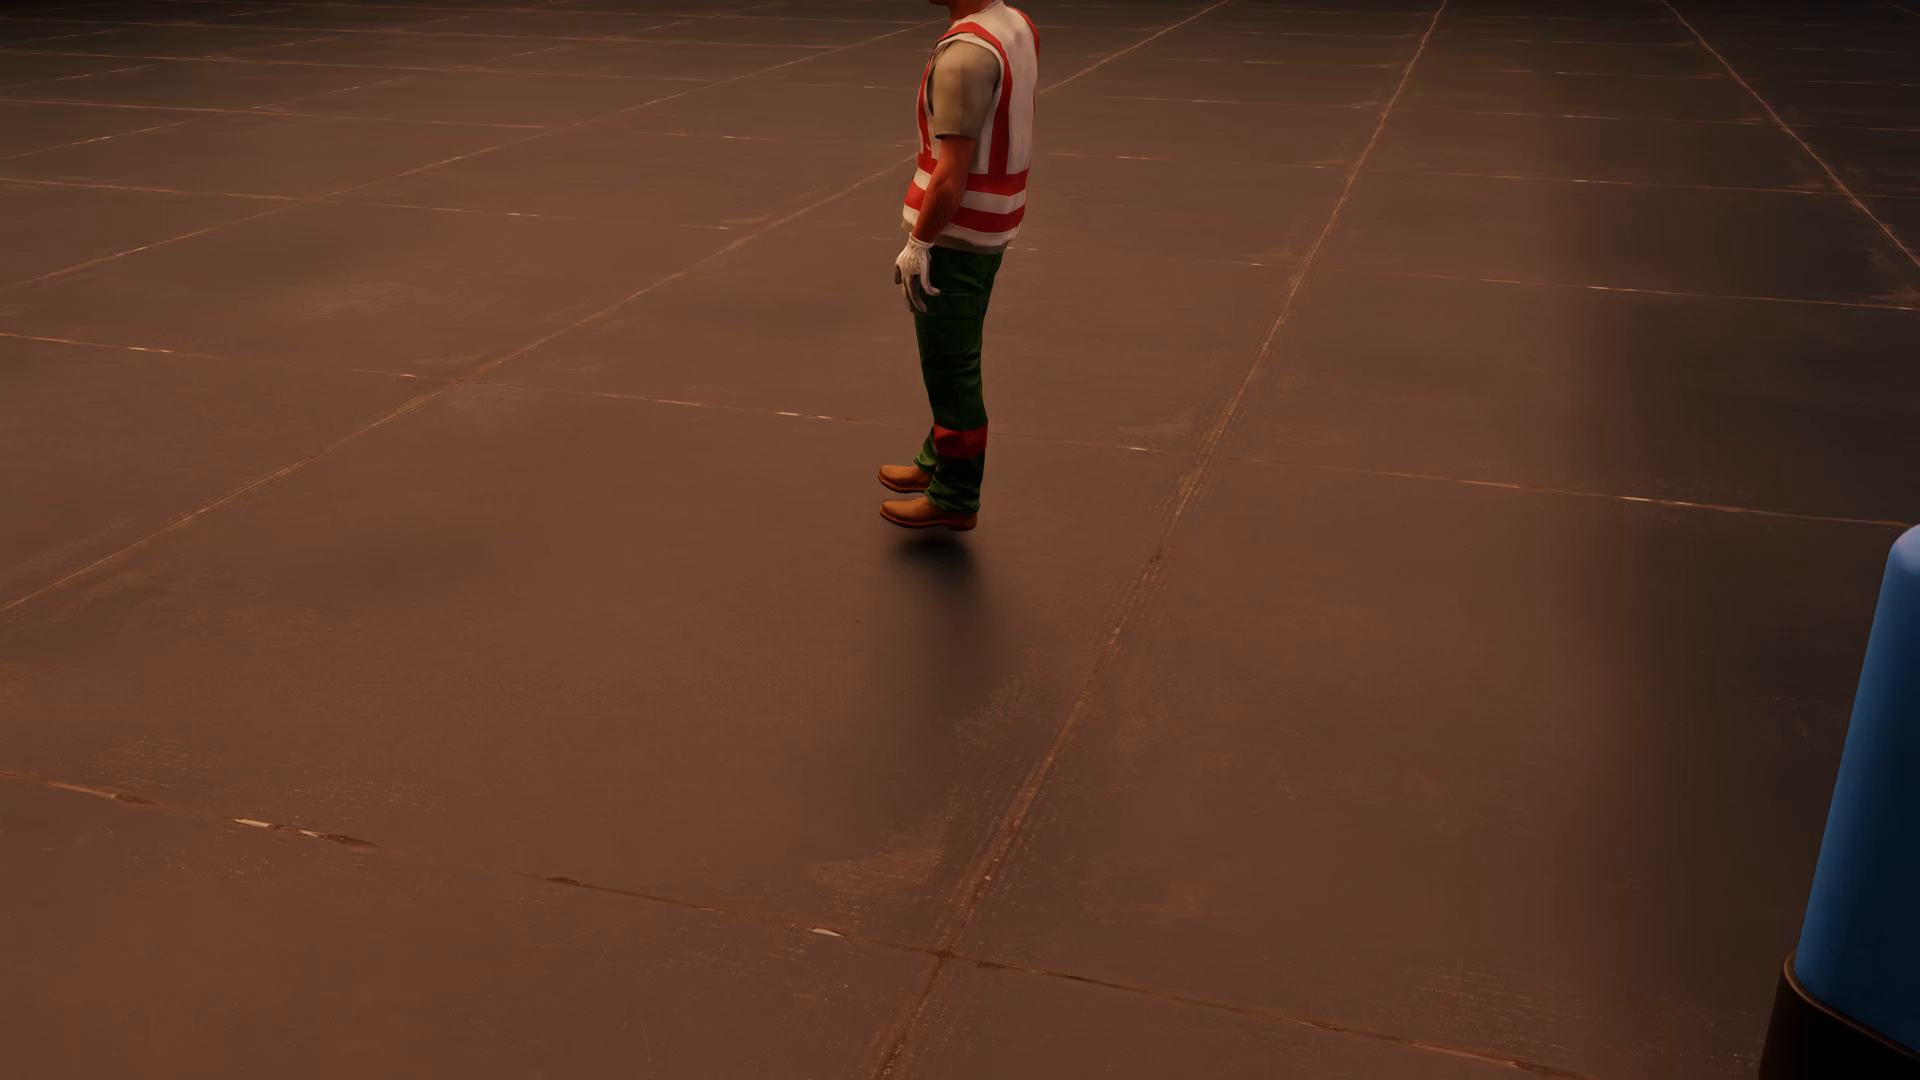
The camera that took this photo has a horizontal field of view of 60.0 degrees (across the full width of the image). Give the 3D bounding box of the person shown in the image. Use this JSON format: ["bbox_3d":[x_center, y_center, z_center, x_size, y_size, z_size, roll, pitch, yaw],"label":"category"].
[{"bbox_3d":[-0.074,-0.883,4.793,0.561,1.789,0.638,7,23,16],"label":"person"}]
